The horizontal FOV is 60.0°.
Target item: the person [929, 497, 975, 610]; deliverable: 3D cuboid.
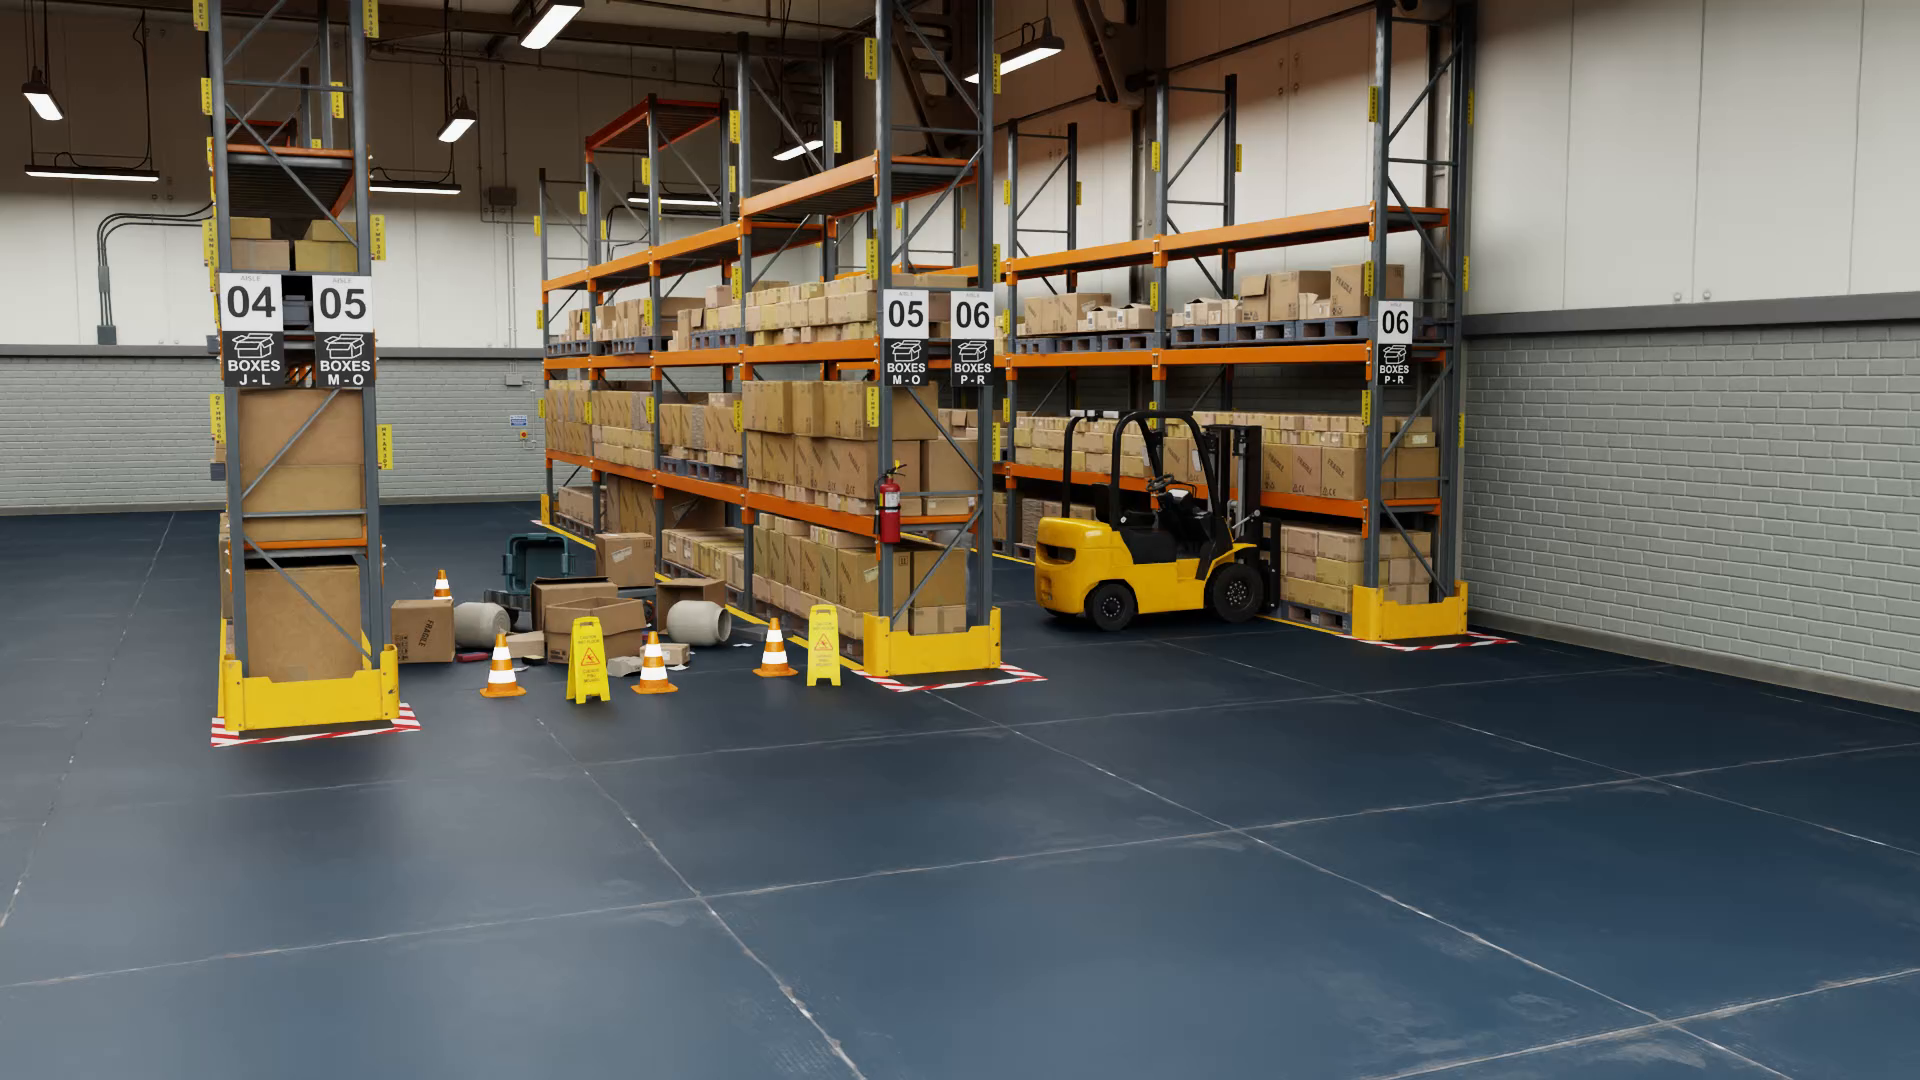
[{"bbox_3d":[-0.108,-0.068,17.574,0.550,1.674,0.392,-3,6,-32],"label":"person"}]
